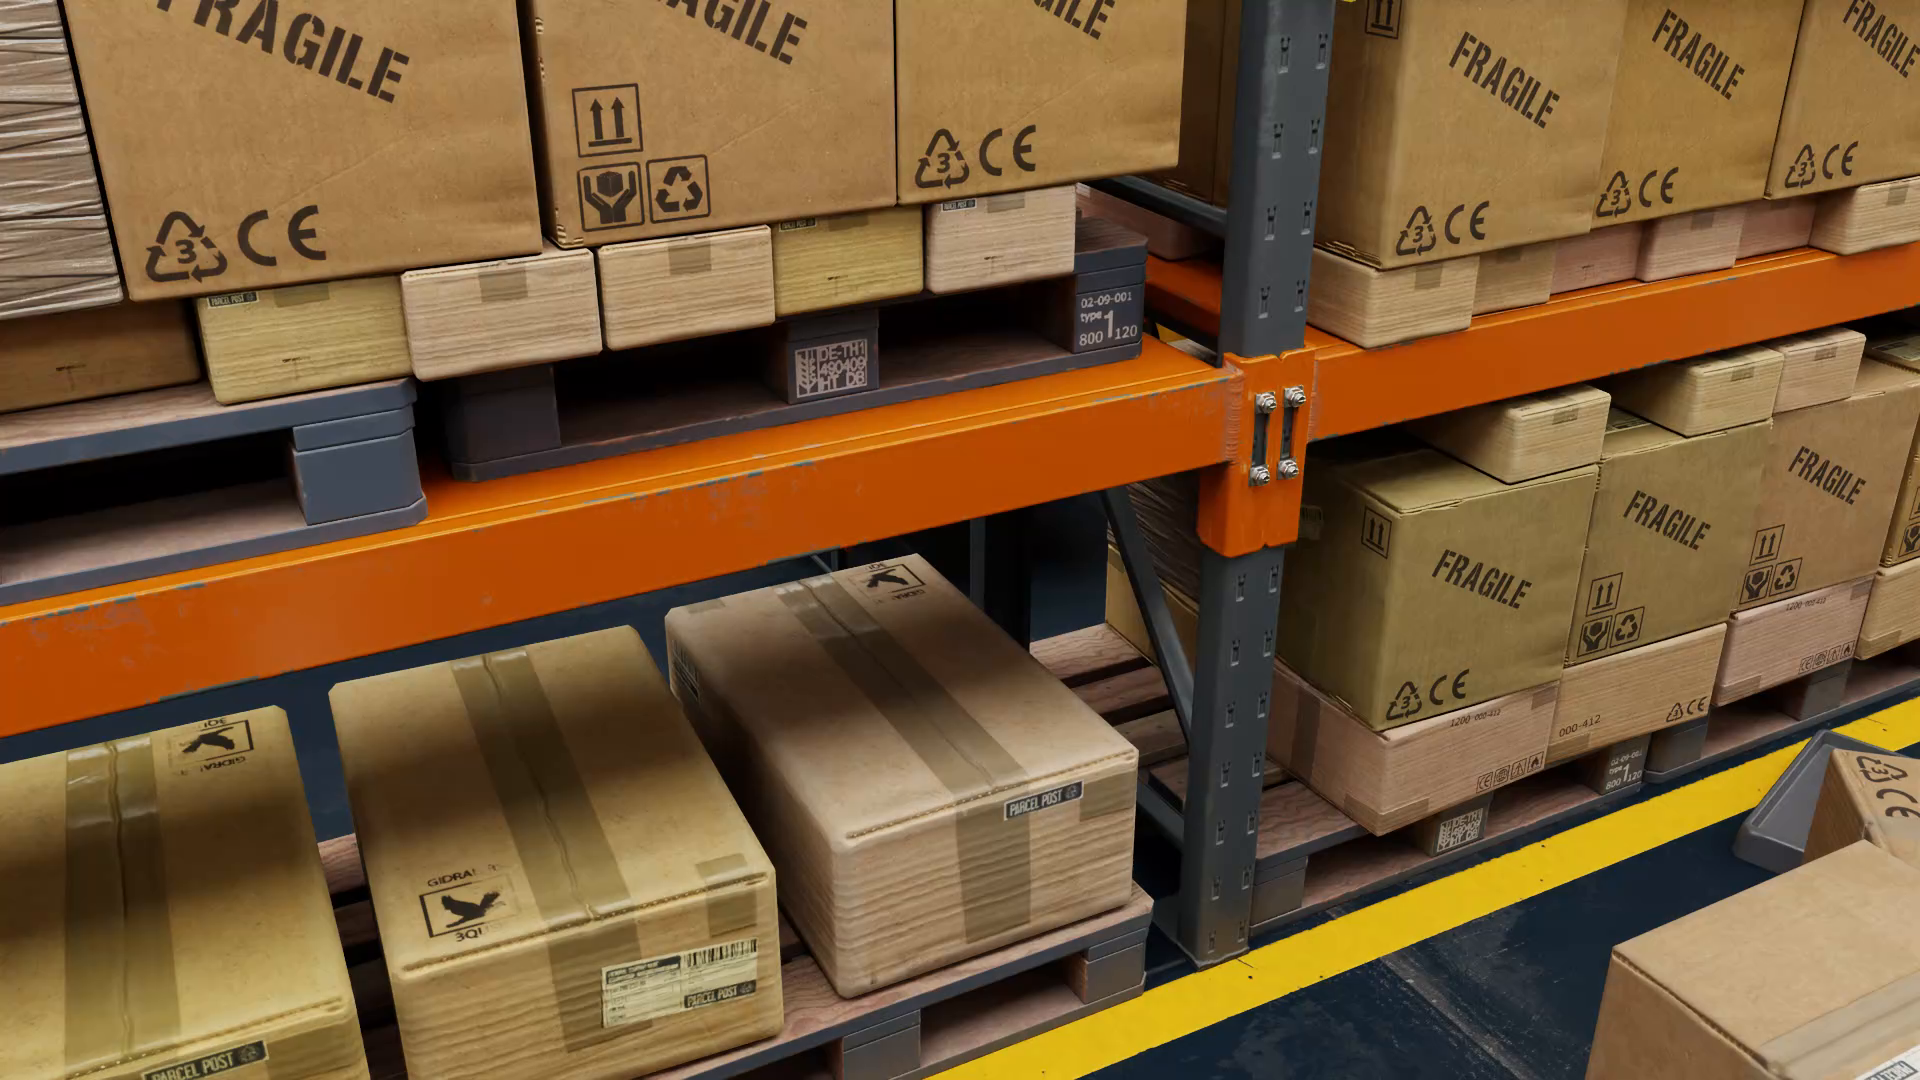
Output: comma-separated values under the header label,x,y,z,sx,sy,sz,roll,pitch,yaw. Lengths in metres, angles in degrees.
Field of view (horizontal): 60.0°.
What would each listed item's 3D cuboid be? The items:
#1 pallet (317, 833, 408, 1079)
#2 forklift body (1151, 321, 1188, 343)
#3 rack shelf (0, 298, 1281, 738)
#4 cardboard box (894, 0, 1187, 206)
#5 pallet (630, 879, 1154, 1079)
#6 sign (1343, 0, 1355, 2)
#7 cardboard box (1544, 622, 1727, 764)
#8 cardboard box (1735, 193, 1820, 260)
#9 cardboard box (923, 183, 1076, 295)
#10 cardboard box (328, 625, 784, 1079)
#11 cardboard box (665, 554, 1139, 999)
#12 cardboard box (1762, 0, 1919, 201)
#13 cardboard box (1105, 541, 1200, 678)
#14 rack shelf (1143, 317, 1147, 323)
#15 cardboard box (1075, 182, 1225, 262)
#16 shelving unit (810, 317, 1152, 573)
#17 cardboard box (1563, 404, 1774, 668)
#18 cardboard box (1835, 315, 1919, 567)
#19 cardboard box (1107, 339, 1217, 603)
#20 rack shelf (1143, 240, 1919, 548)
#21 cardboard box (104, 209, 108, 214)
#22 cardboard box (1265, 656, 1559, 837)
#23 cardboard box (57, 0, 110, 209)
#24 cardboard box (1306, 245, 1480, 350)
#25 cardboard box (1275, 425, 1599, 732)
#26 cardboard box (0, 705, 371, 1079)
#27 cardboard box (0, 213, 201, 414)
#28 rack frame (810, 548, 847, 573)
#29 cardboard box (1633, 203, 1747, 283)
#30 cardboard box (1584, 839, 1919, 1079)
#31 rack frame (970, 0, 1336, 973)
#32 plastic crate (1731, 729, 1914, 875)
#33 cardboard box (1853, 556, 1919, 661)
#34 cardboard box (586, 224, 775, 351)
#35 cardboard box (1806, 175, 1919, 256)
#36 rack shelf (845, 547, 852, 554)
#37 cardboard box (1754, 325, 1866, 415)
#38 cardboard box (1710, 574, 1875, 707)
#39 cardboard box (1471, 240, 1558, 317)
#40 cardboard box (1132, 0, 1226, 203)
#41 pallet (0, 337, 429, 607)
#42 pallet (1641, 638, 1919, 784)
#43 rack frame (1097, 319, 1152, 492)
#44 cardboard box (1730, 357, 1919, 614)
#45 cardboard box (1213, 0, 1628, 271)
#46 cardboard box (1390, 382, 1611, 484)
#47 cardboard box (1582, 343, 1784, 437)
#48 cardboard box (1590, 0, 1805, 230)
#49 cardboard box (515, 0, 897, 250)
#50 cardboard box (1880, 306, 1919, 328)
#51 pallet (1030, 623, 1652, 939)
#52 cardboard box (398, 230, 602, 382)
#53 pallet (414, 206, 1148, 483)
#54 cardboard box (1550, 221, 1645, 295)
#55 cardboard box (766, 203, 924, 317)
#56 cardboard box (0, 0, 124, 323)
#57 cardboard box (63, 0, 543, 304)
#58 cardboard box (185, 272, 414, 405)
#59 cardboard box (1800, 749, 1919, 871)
label,x,y,z,sx,sy,sz,roll,pitch,yaw
pallet,-1.454,0.996,2.931,1.213,0.211,1.003,-13,29,-25
forklift body,0.686,-1.914,6.751,1.214,2.155,2.313,-13,29,-25
rack shelf,-1.455,0.062,2.487,4.000,0.370,1.077,-13,29,-25
cardboard box,0.010,-0.857,2.624,0.500,0.500,0.500,-14,29,-26
pallet,-0.376,0.746,3.452,1.213,0.211,1.003,-13,29,-25
sign,0.574,-0.981,2.489,0.005,0.325,0.100,-13,29,-25
cardboard box,1.423,0.250,3.955,0.500,0.250,0.500,-11,28,-22
cardboard box,1.612,-0.739,3.613,0.250,0.149,0.380,-13,29,-25
cardboard box,-0.014,-0.536,2.705,0.250,0.149,0.380,-13,28,-24
cardboard box,-0.784,0.581,3.125,0.625,0.372,0.950,-11,28,-22
cardboard box,-0.152,0.433,3.433,0.625,0.372,0.950,-13,28,-24
cardboard box,1.710,-1.041,3.493,0.500,0.500,0.500,-13,29,-26
cardboard box,0.705,0.157,4.149,0.500,0.250,0.500,-12,28,-23
rack shelf,-0.006,-0.770,4.877,1.000,0.278,0.538,-13,29,-25
cardboard box,0.450,-0.739,3.613,0.250,0.149,0.380,-13,29,-26
shelving unit,-0.006,-0.506,5.004,1.048,1.125,0.538,-13,29,-25
cardboard box,1.424,-0.088,3.794,0.500,0.500,0.500,-12,28,-23
cardboard box,2.348,-0.302,4.239,0.500,0.500,0.500,-14,29,-26
cardboard box,0.706,-0.181,3.986,0.500,0.500,0.500,-13,29,-26
rack shelf,2.075,-0.753,4.184,4.000,0.370,1.077,-13,29,-25
cardboard box,-1.490,-0.499,2.629,0.250,0.149,0.380,-12,28,-23
cardboard box,0.958,0.363,3.719,0.500,0.250,0.500,-14,29,-27
cardboard box,-1.571,-0.746,2.394,0.500,0.500,0.500,-14,29,-27
cardboard box,0.739,-0.498,3.113,0.250,0.149,0.380,-13,29,-25
cardboard box,0.958,0.025,3.557,0.500,0.500,0.500,-12,28,-23
cardboard box,-1.397,0.723,2.829,0.625,0.372,0.950,-12,28,-23
cardboard box,-1.202,-0.319,2.254,0.250,0.149,0.380,-14,29,-27
rack frame,-0.455,-0.402,4.788,0.032,1.125,0.500,-13,29,-25
cardboard box,1.392,-0.672,3.475,0.250,0.149,0.380,-12,28,-24
cardboard box,1.174,0.789,2.154,0.500,0.500,0.500,-13,29,-25
rack frame,0.310,-0.670,3.180,0.127,3.000,1.000,-13,29,-25
plastic crate,2.081,0.640,3.825,0.402,0.080,0.583,21,33,37
cardboard box,2.333,0.044,4.384,0.500,0.250,0.500,-14,29,-27
cardboard box,-0.466,-0.423,2.470,0.250,0.149,0.380,-14,29,-26
cardboard box,1.872,-0.755,3.648,0.250,0.149,0.380,-13,28,-25
rack shelf,-0.006,-0.285,5.109,1.000,0.278,0.538,-13,29,-25
cardboard box,1.785,-0.431,3.758,0.250,0.149,0.380,-11,28,-22
cardboard box,1.890,0.141,4.182,0.500,0.250,0.500,-13,29,-26
cardboard box,0.937,-0.570,3.261,0.250,0.149,0.380,-12,28,-24
cardboard box,0.585,-1.035,3.480,0.500,0.500,0.500,-14,29,-26
pallet,-1.492,-0.188,2.397,1.213,0.211,1.003,-13,29,-25
pallet,1.964,0.187,4.617,1.213,0.211,1.003,-13,29,-25
rack frame,0.443,-0.609,5.219,0.032,1.125,0.500,-13,29,-25
cardboard box,1.883,-0.193,4.012,0.500,0.500,0.500,-11,28,-22
cardboard box,0.829,-0.832,3.059,0.500,0.500,0.500,-13,29,-25
cardboard box,1.096,-0.270,3.422,0.250,0.149,0.380,-13,28,-24
cardboard box,1.549,-0.375,3.641,0.250,0.149,0.380,-12,28,-23
cardboard box,1.261,-0.943,3.290,0.500,0.500,0.500,-13,29,-25
cardboard box,-0.427,-0.755,2.413,0.500,0.500,0.500,-13,28,-25
cardboard box,2.506,-0.599,4.107,0.250,0.149,0.380,-12,28,-23
pallet,0.886,0.437,4.096,1.213,0.211,1.003,-13,29,-25
cardboard box,-0.689,-0.369,2.359,0.250,0.149,0.380,-13,28,-25
pallet,-0.433,-0.483,3.013,1.213,0.211,1.003,-13,29,-25
cardboard box,1.157,-0.635,3.398,0.250,0.149,0.380,-13,29,-25
cardboard box,-0.255,-0.489,2.607,0.250,0.149,0.380,-14,29,-27
cardboard box,-1.347,-0.545,1.976,0.500,0.500,0.500,-14,29,-27
cardboard box,-0.885,-0.652,2.199,0.500,0.500,0.500,-12,28,-23
cardboard box,-0.921,-0.333,2.284,0.250,0.149,0.380,-13,29,-25
cardboard box,1.896,0.757,3.092,0.500,0.500,0.500,5,26,11
